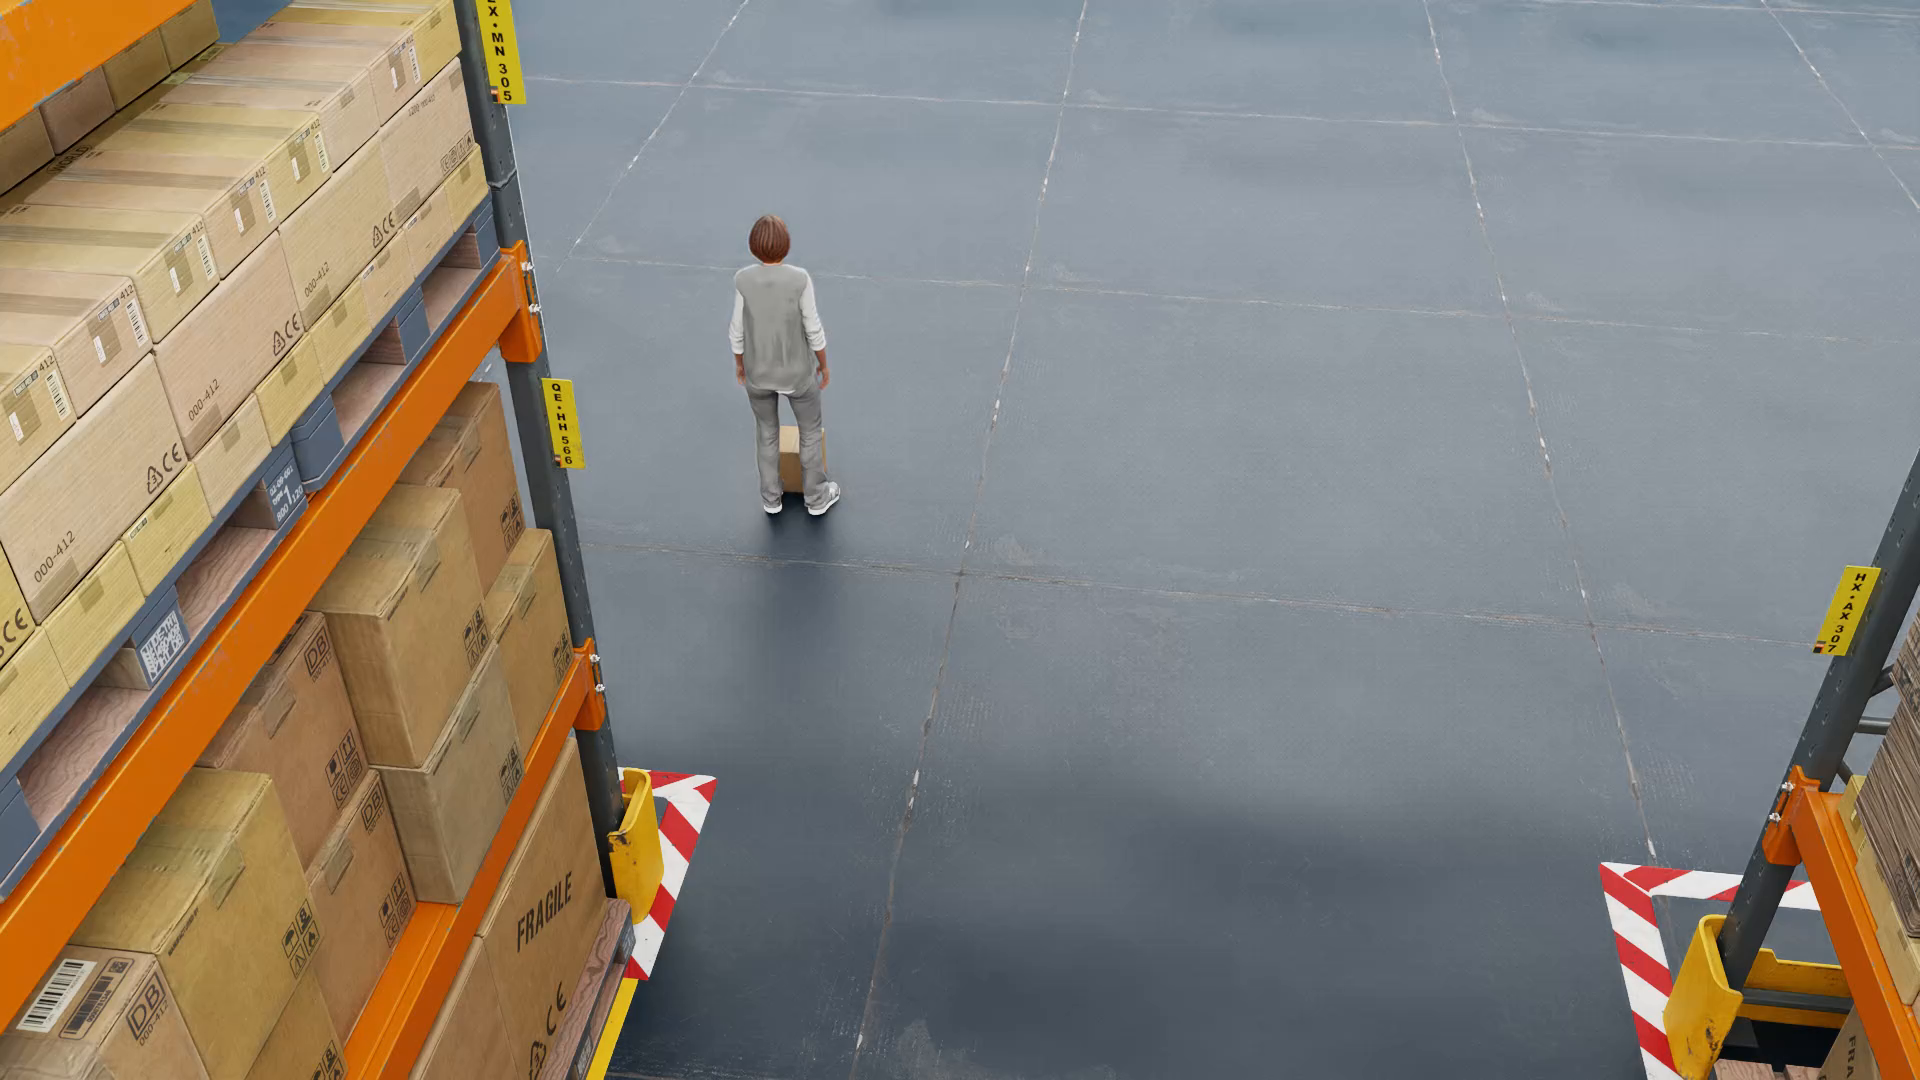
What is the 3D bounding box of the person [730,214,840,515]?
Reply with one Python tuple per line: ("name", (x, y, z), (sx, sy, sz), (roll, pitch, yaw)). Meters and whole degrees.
("person", (-0.873, -0.824, 8.155), (0.476, 1.592, 0.348), (4, 37, 5))
